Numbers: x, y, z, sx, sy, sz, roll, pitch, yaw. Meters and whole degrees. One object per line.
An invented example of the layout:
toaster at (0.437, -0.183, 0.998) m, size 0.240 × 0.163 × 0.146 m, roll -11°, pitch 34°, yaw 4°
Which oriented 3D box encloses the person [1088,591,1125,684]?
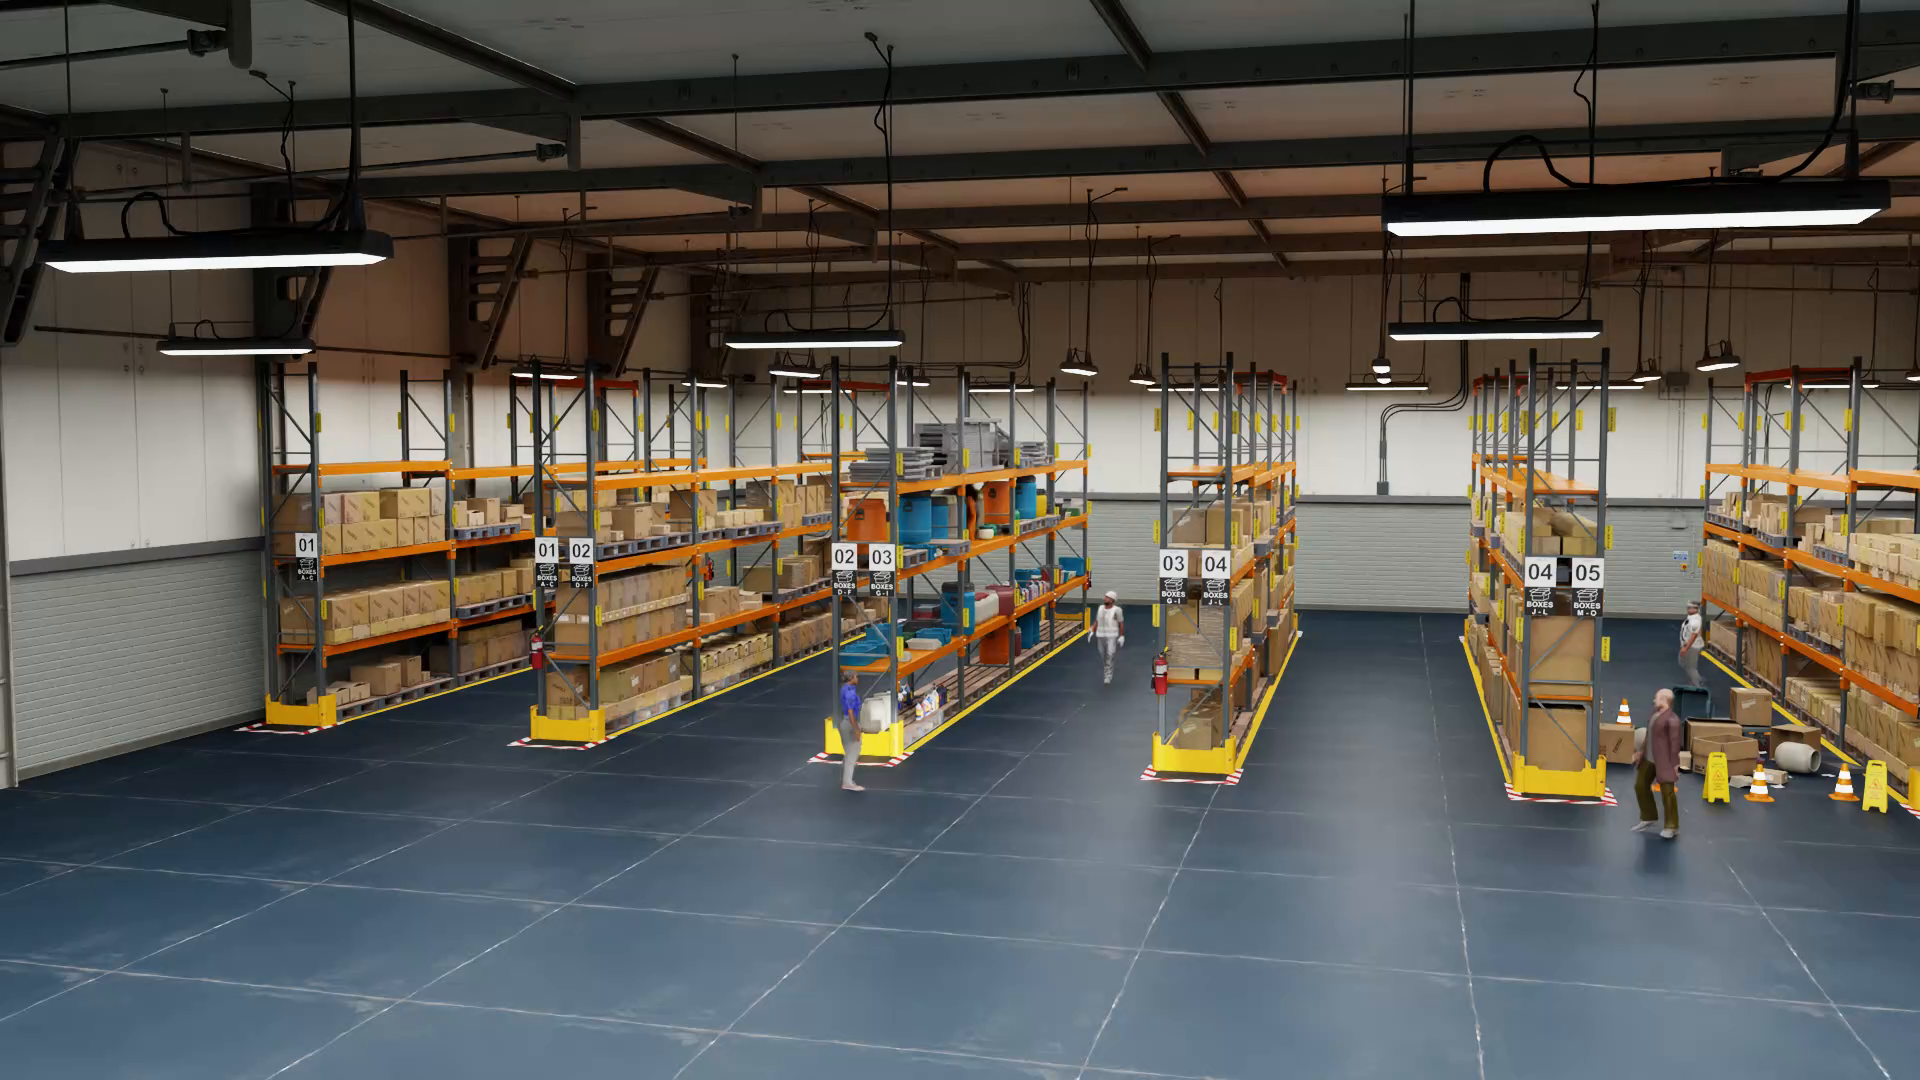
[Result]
person at (2.781, 1.835, 31.701) m, size 0.686 × 1.711 × 1.028 m, roll 1°, pitch 4°, yaw 20°

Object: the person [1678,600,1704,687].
person at (13.361, 1.973, 30.446) m, size 0.485 × 1.769 × 0.595 m, roll 3°, pitch 5°, yaw 41°

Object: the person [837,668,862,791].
person at (-1.494, 2.608, 22.752) m, size 0.354 × 1.706 × 0.545 m, roll -1°, pitch 4°, yaw -9°

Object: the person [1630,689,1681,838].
person at (8.454, 2.690, 20.174) m, size 0.443 × 1.811 × 0.701 m, roll -1°, pitch 4°, yaw -16°
